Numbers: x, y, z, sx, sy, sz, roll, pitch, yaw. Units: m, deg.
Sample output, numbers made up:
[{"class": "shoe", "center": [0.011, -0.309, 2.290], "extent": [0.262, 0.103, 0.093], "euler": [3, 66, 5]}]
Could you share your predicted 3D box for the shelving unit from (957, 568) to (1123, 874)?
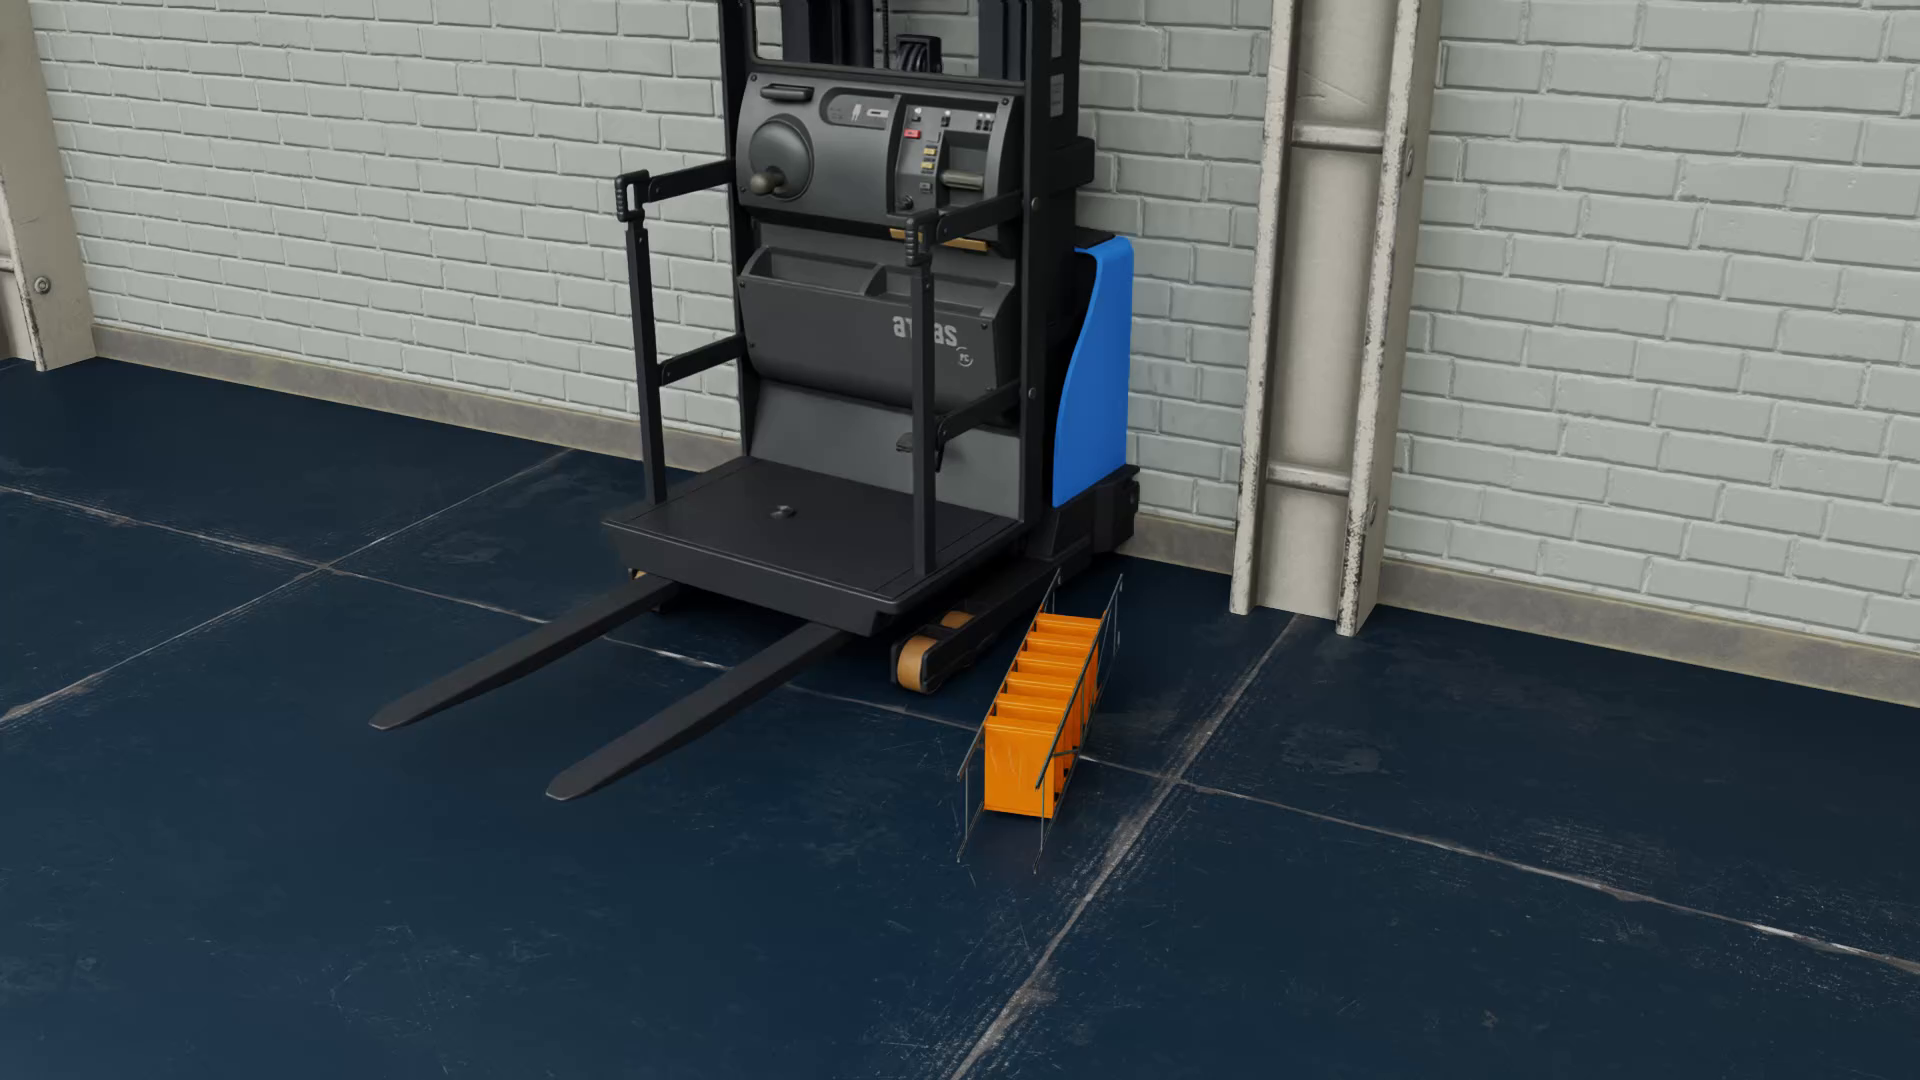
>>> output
[{"class": "shelving unit", "center": [0.233, 0.428, 4.368], "extent": [0.189, 0.258, 1.200], "euler": [6, 24, 13]}]

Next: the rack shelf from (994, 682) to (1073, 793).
[{"class": "rack shelf", "center": [0.185, 0.502, 4.194], "extent": [0.180, 0.258, 0.103], "euler": [6, 24, 13]}]

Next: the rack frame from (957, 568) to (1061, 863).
[{"class": "rack frame", "center": [0.145, 0.419, 4.389], "extent": [0.006, 0.240, 1.200], "euler": [6, 24, 13]}]

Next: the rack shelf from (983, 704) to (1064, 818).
[{"class": "rack shelf", "center": [0.155, 0.547, 4.087], "extent": [0.180, 0.258, 0.103], "euler": [6, 24, 13]}]

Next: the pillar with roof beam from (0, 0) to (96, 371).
[{"class": "pillar with roof beam", "center": [-6.207, -3.491, 2.459], "extent": [0.400, 9.000, 9.100], "euler": [11, 25, 25]}]

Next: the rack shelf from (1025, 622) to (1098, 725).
[{"class": "rack shelf", "center": [0.274, 0.365, 4.515], "extent": [0.180, 0.258, 0.103], "euler": [6, 24, 13]}]

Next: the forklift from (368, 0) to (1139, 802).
[{"class": "forklift", "center": [-0.373, -1.120, 4.638], "extent": [1.130, 2.935, 3.031], "euler": [14, 27, 30]}]

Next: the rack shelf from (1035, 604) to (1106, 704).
[{"class": "rack shelf", "center": [0.304, 0.320, 4.622], "extent": [0.180, 0.258, 0.103], "euler": [6, 24, 13]}]

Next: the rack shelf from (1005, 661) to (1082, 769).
[{"class": "rack shelf", "center": [0.214, 0.456, 4.301], "extent": [0.180, 0.258, 0.103], "euler": [6, 24, 13]}]

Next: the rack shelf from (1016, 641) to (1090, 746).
[{"class": "rack shelf", "center": [0.244, 0.411, 4.408], "extent": [0.180, 0.258, 0.103], "euler": [6, 24, 13]}]

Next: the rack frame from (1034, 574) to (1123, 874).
[{"class": "rack frame", "center": [0.322, 0.436, 4.348], "extent": [0.006, 0.240, 1.200], "euler": [6, 24, 13]}]
